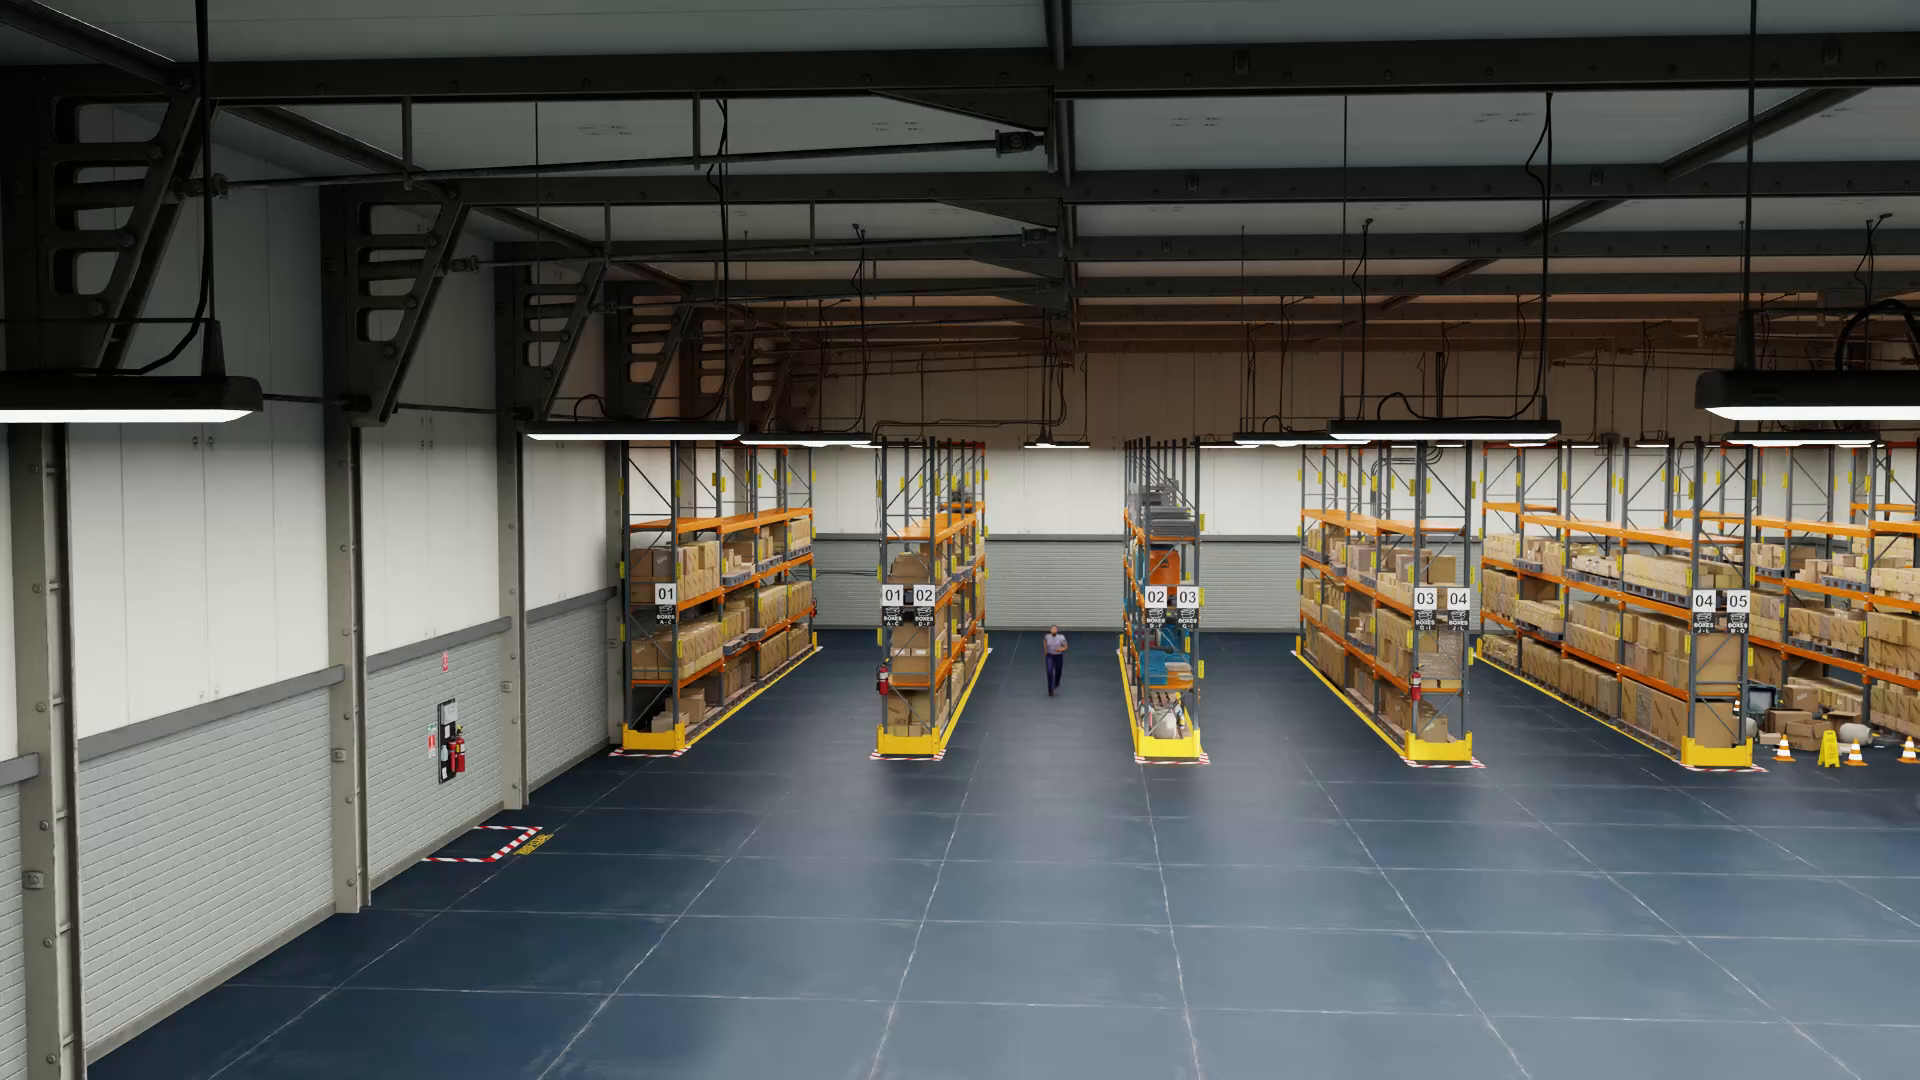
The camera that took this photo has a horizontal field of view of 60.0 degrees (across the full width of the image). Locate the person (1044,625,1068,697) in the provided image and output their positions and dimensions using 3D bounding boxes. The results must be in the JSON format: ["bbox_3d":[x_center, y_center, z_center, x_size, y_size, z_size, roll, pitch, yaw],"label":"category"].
[{"bbox_3d":[2.251,2.832,39.150,0.561,1.692,1.012,0,3,1],"label":"person"}]
